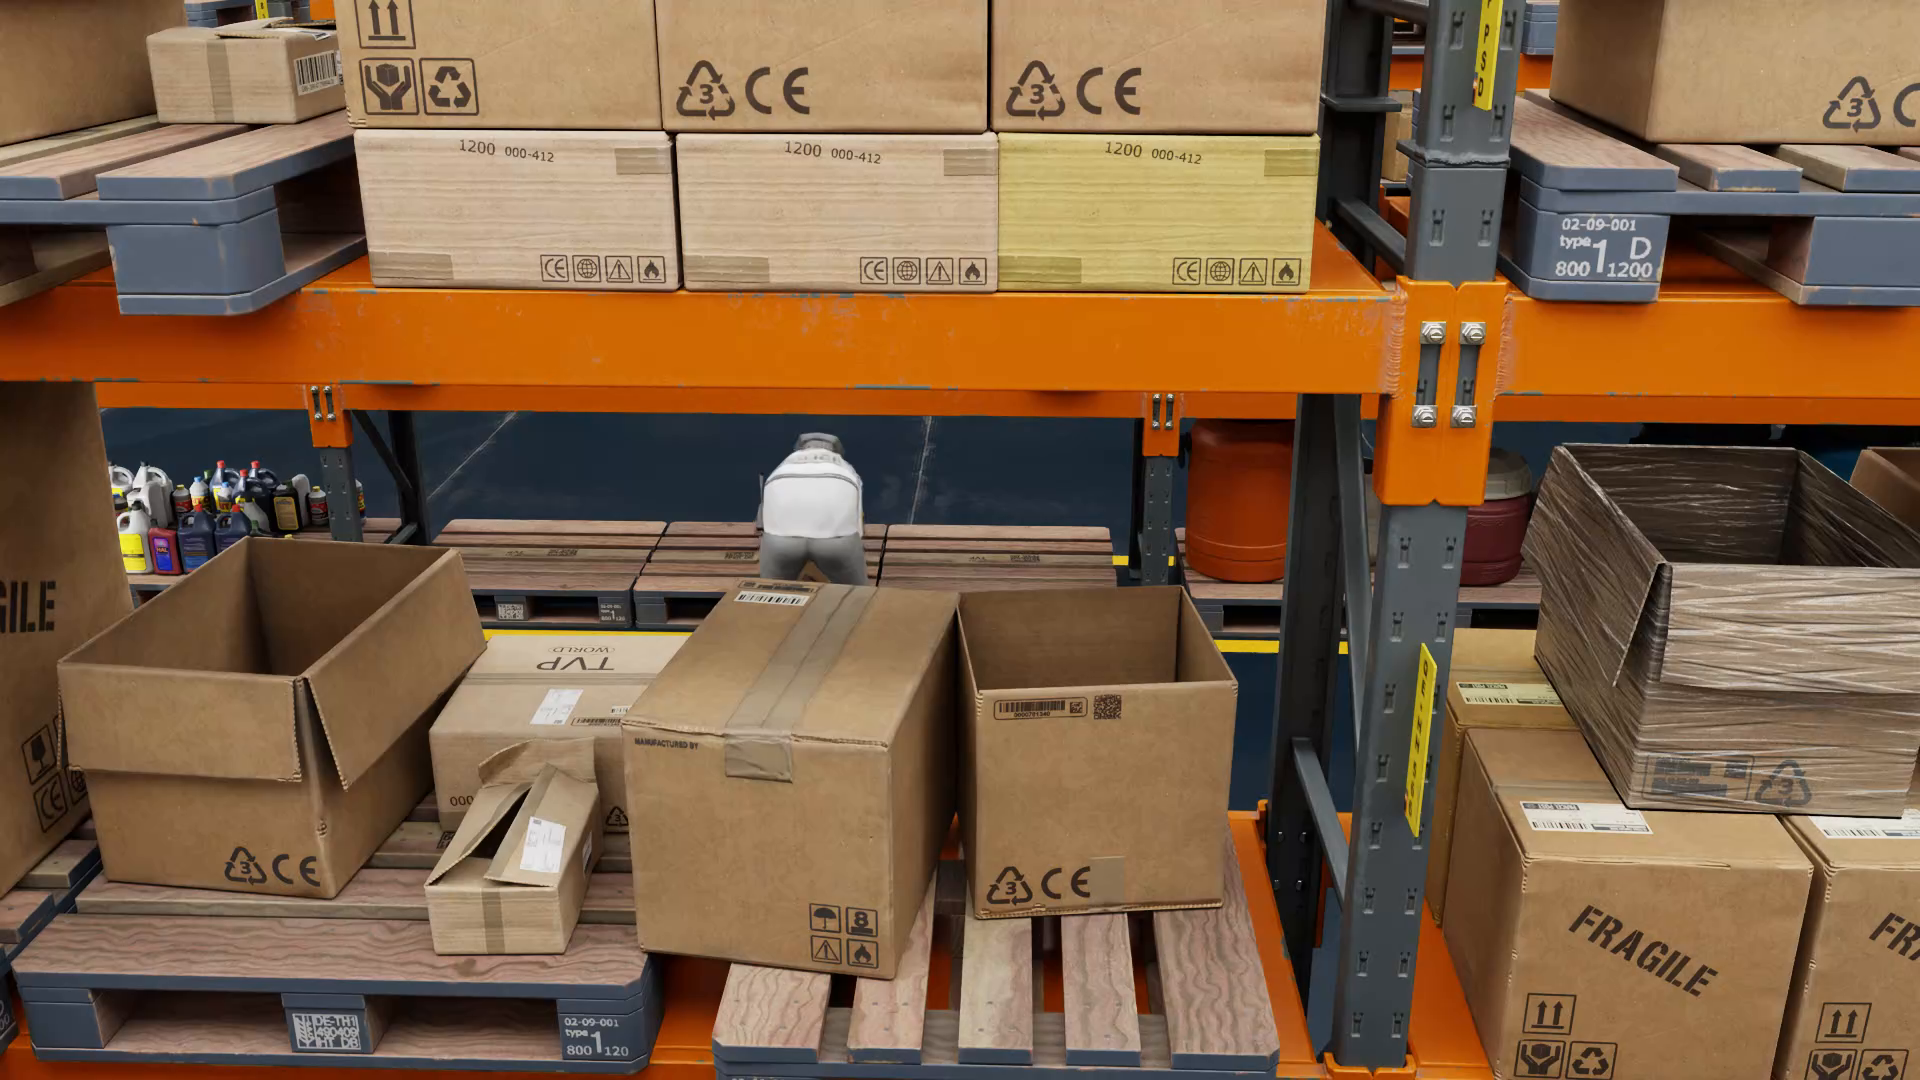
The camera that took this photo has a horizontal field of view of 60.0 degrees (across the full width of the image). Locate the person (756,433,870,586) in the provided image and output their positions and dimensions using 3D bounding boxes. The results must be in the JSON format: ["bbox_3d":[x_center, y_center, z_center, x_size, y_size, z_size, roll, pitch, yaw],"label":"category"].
[{"bbox_3d":[-0.671,0.090,7.773,0.507,1.091,1.045,0,21,0],"label":"person"}]
